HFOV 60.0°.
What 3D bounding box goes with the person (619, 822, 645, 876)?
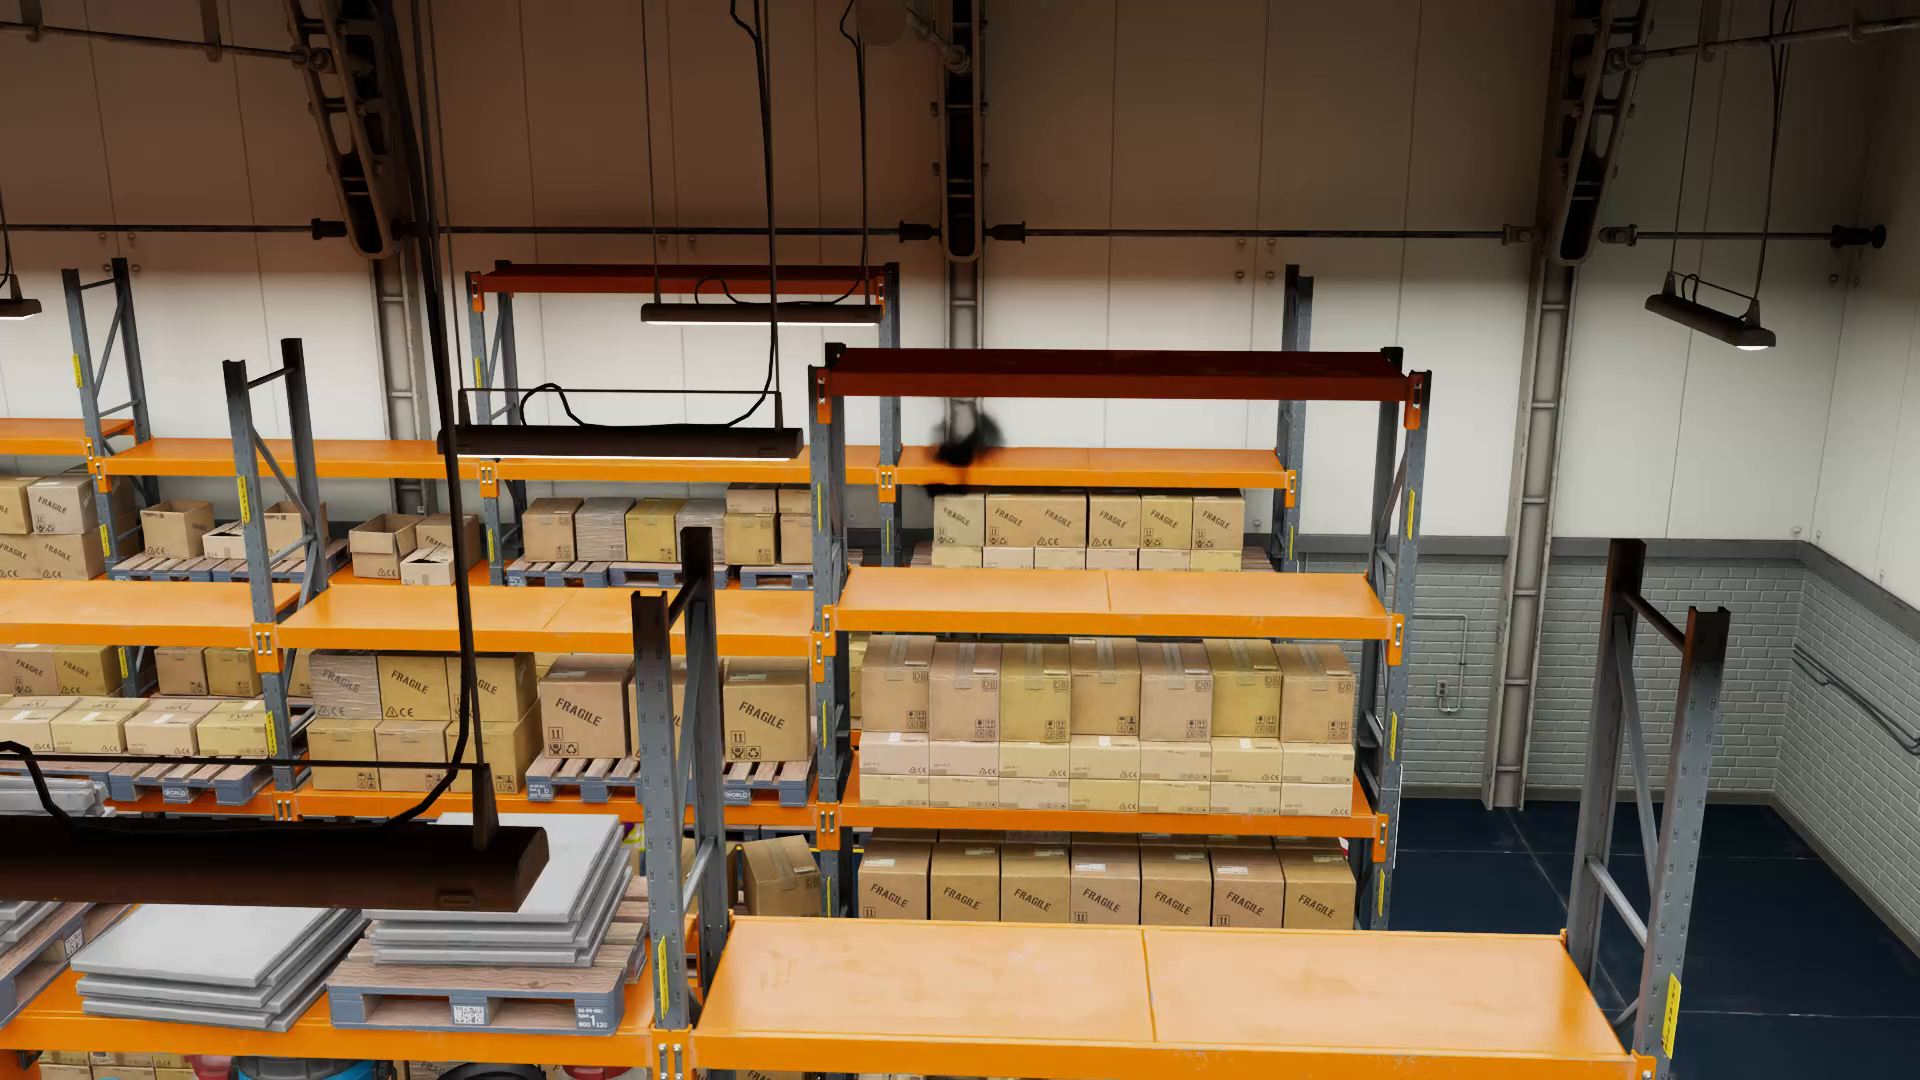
[{"bbox_3d":[-3.105,2.853,15.470,0.720,1.785,0.672,-3,17,-12],"label":"person"}]
